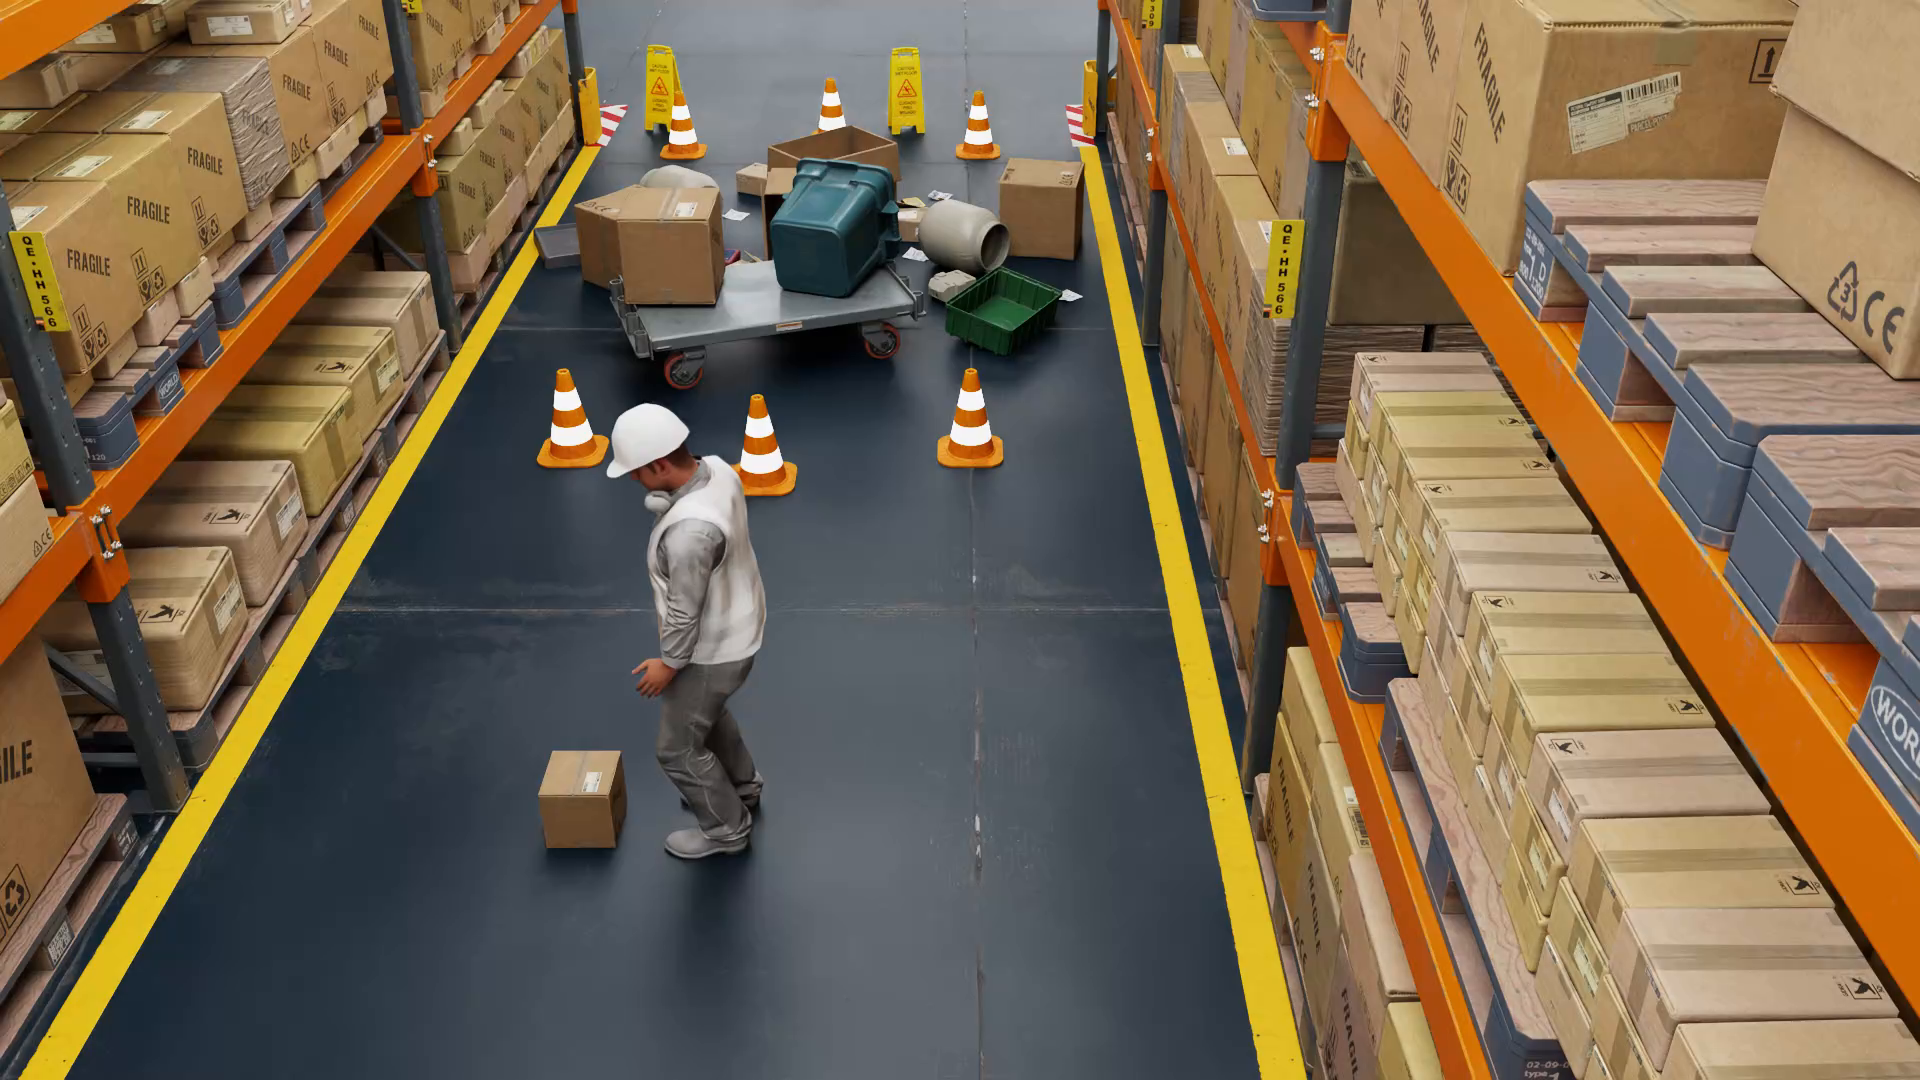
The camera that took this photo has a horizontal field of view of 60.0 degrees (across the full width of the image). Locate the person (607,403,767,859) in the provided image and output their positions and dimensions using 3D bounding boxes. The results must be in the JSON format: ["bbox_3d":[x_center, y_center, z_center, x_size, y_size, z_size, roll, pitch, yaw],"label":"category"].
[{"bbox_3d":[-0.892,0.323,5.631,0.457,1.729,0.556,1,31,1],"label":"person"}]
